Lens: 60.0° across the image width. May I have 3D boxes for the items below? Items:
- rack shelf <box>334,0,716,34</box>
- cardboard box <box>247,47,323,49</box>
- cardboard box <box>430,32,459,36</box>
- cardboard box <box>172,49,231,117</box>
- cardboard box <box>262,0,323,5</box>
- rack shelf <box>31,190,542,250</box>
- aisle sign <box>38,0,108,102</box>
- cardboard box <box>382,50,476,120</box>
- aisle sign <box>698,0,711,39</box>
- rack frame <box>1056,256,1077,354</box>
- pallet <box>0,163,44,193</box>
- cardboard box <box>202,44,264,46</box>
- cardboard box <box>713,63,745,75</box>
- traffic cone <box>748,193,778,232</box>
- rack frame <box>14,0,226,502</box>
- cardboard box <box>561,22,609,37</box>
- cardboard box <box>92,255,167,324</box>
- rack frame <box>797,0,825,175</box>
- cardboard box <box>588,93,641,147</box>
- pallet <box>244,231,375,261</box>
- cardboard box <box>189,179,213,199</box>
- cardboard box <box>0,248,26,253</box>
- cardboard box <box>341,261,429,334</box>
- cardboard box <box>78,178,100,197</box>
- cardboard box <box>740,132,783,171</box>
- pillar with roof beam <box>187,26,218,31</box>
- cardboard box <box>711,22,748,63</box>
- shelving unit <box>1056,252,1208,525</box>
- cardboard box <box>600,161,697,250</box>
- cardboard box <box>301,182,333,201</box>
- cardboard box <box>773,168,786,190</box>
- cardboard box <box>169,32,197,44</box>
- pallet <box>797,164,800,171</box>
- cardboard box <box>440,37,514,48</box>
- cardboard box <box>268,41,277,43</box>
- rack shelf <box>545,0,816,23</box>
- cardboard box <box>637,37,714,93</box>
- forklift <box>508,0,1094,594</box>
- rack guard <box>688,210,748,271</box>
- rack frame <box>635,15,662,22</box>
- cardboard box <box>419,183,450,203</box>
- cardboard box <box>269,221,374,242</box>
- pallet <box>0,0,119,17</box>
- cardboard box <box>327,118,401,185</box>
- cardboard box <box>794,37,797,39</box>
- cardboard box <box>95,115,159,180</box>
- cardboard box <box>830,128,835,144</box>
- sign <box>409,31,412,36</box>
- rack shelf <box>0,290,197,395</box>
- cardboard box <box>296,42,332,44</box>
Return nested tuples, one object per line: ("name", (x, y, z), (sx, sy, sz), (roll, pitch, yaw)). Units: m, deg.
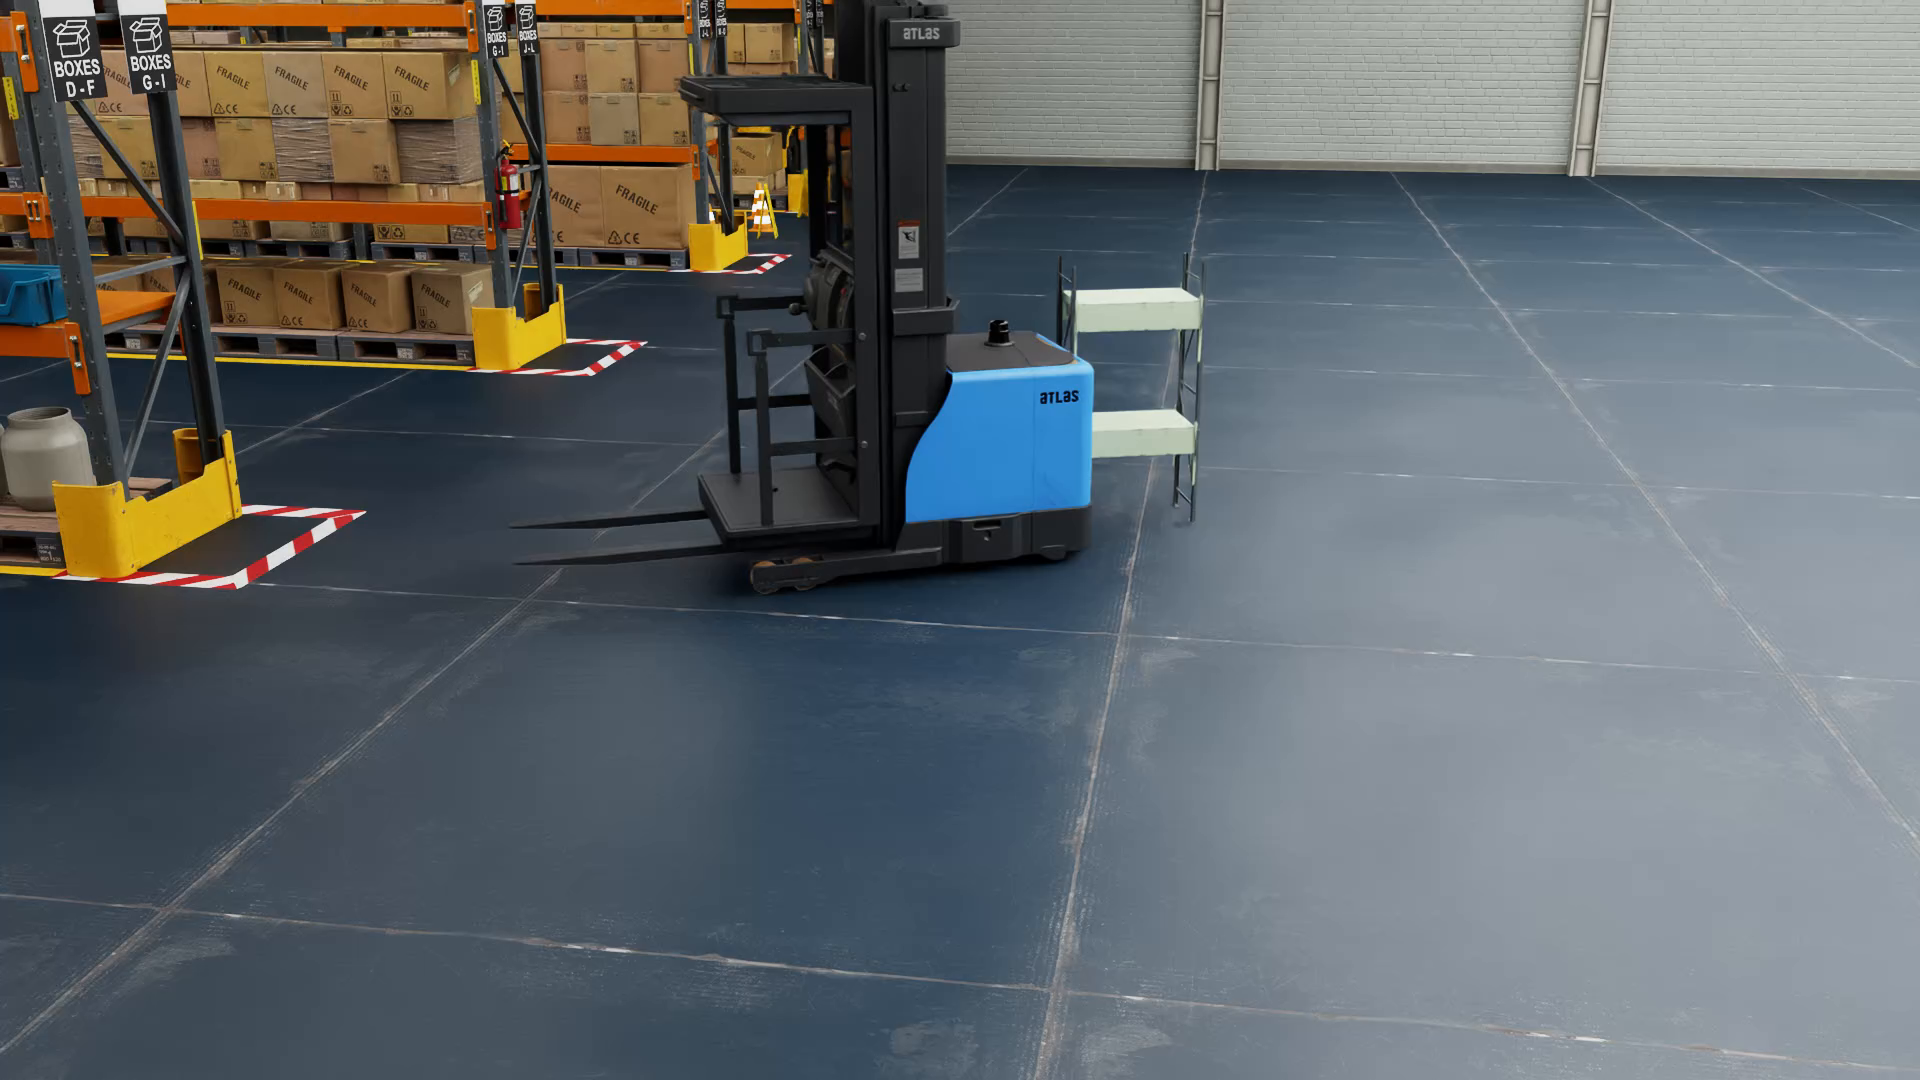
("rack shelf", (-4.678, -5.703, 18.026), (4.000, 0.370, 1.077), (3, 19, 9))
("cardboard box", (-5.570, -3.823, 13.799), (0.500, 0.500, 0.500), (3, 19, 9))
("cardboard box", (-7.141, -6.956, 23.055), (0.250, 0.149, 0.380), (2, 19, 7))
("cardboard box", (-6.147, -3.684, 13.383), (0.500, 0.500, 0.500), (3, 19, 9))
("cardboard box", (-5.104, -4.321, 12.998), (0.500, 0.250, 0.500), (3, 19, 10))
("rack shelf", (-5.564, -2.731, 13.873), (4.000, 0.370, 1.077), (3, 19, 9))
("aisle sign", (-4.351, -2.556, 8.119), (0.004, 0.787, 0.394), (3, 19, 9))
("cardboard box", (-4.172, -3.585, 13.087), (0.500, 0.500, 0.500), (3, 19, 9))
("aisle sign", (-2.680, -5.656, 17.383), (0.004, 0.787, 0.394), (3, 19, 9))
("rack frame", (0.590, -0.827, 9.412), (0.023, 1.500, 0.400), (-3, 19, -8))
("pallet", (-8.270, -3.166, 14.341), (1.213, 0.211, 1.003), (3, 19, 9))
("cardboard box", (-8.150, -5.318, 18.735), (0.500, 0.500, 0.700), (3, 19, 9))
("cardboard box", (-3.091, -6.233, 22.577), (0.500, 0.500, 0.500), (3, 19, 9))
("traffic cone", (-2.487, -4.126, 20.906), (0.334, 0.463, 0.336), (3, 19, 9))
("rack frame", (-4.375, -1.420, 8.820), (0.127, 3.000, 1.000), (3, 19, 9))
("cardboard box", (-5.066, -6.818, 22.750), (0.500, 0.500, 0.700), (3, 19, 9))
("cardboard box", (-7.150, -2.154, 14.292), (0.500, 0.500, 0.500), (2, 19, 7))
("rack frame", (-2.018, -6.077, 22.737), (0.127, 3.000, 1.000), (3, 19, 9))
("cardboard box", (-3.623, -4.617, 18.139), (0.550, 0.550, 0.875), (3, 19, 9))
("pallet", (-7.426, -3.415, 19.176), (1.213, 0.211, 1.003), (3, 19, 9))
("cardboard box", (-6.136, -2.894, 13.620), (0.250, 0.149, 0.380), (3, 19, 9))
("cardboard box", (-8.610, -2.264, 14.588), (0.500, 0.500, 0.700), (3, 19, 8))
("cardboard box", (-4.799, -2.042, 13.955), (0.500, 0.500, 0.500), (8, 20, 23))
("cardboard box", (-7.129, -2.932, 13.736), (0.250, 0.149, 0.380), (3, 19, 9))
("cardboard box", (-2.794, -5.456, 23.371), (0.500, 0.500, 0.500), (2, 19, 7))
("pillar with roof beam", (-14.309, -10.049, 25.156), (0.400, 9.000, 9.100), (3, 19, 9))
("cardboard box", (-3.055, -6.724, 22.471), (0.500, 0.500, 0.700), (3, 19, 9))
("shelving unit", (0.952, -0.845, 9.466), (0.755, 1.500, 0.431), (-3, 19, -8))
("cardboard box", (-3.383, -3.726, 18.397), (0.875, 0.875, 0.875), (3, 19, 9))
("cardboard box", (-5.140, -2.860, 13.520), (0.250, 0.149, 0.380), (3, 19, 9))
("cardboard box", (-2.770, -5.099, 23.487), (0.500, 0.250, 0.500), (3, 19, 8))
("cardboard box", (-10.976, -6.968, 23.668), (0.500, 0.500, 0.500), (3, 19, 10))
("pallet", (-3.197, -6.397, 28.089), (1.213, 0.211, 1.003), (3, 19, 9))
("cardboard box", (-5.221, -5.214, 18.222), (0.550, 0.550, 0.875), (3, 19, 9))
("cardboard box", (-12.129, -8.362, 28.747), (0.500, 0.500, 0.700), (3, 19, 9))
("rack shelf", (-3.992, -7.259, 22.676), (4.000, 0.370, 1.077), (3, 19, 9))
("cardboard box", (-3.063, -5.135, 17.984), (0.550, 0.550, 0.875), (3, 19, 9))
("forklift", (-0.860, -1.300, 8.569), (3.031, 2.935, 1.130), (-5, 19, -16))
("rack guard", (-2.679, -3.334, 18.480), (0.348, 0.500, 1.175), (3, 19, 9))
("rack frame", (-5.183, -7.833, 27.987), (0.127, 3.000, 1.000), (3, 19, 9))
("cardboard box", (-4.150, -2.815, 13.385), (0.250, 0.149, 0.380), (3, 19, 9))
("cardboard box", (-7.279, -3.857, 18.988), (0.750, 0.750, 1.050), (3, 19, 8))
("pallet", (-5.176, -2.825, 8.590), (1.213, 0.211, 1.003), (3, 19, 9))
("cardboard box", (-4.641, -3.184, 13.466), (0.500, 0.500, 0.875), (3, 19, 9))
("cardboard box", (-2.797, -8.311, 27.766), (0.250, 0.149, 0.380), (2, 19, 7))
("cardboard box", (-6.616, -3.283, 13.763), (0.500, 0.500, 0.875), (3, 19, 9))
("cardboard box", (-2.258, -6.719, 27.541), (0.500, 0.250, 0.500), (3, 19, 8))
("sign", (-9.209, -8.375, 27.908), (0.005, 0.325, 0.100), (3, 19, 9))
("rack shelf", (-6.350, -1.180, 9.235), (4.000, 0.370, 1.077), (3, 19, 9))
("cardboard box", (-8.993, -6.748, 23.454), (0.500, 0.500, 0.500), (4, 19, 11))
